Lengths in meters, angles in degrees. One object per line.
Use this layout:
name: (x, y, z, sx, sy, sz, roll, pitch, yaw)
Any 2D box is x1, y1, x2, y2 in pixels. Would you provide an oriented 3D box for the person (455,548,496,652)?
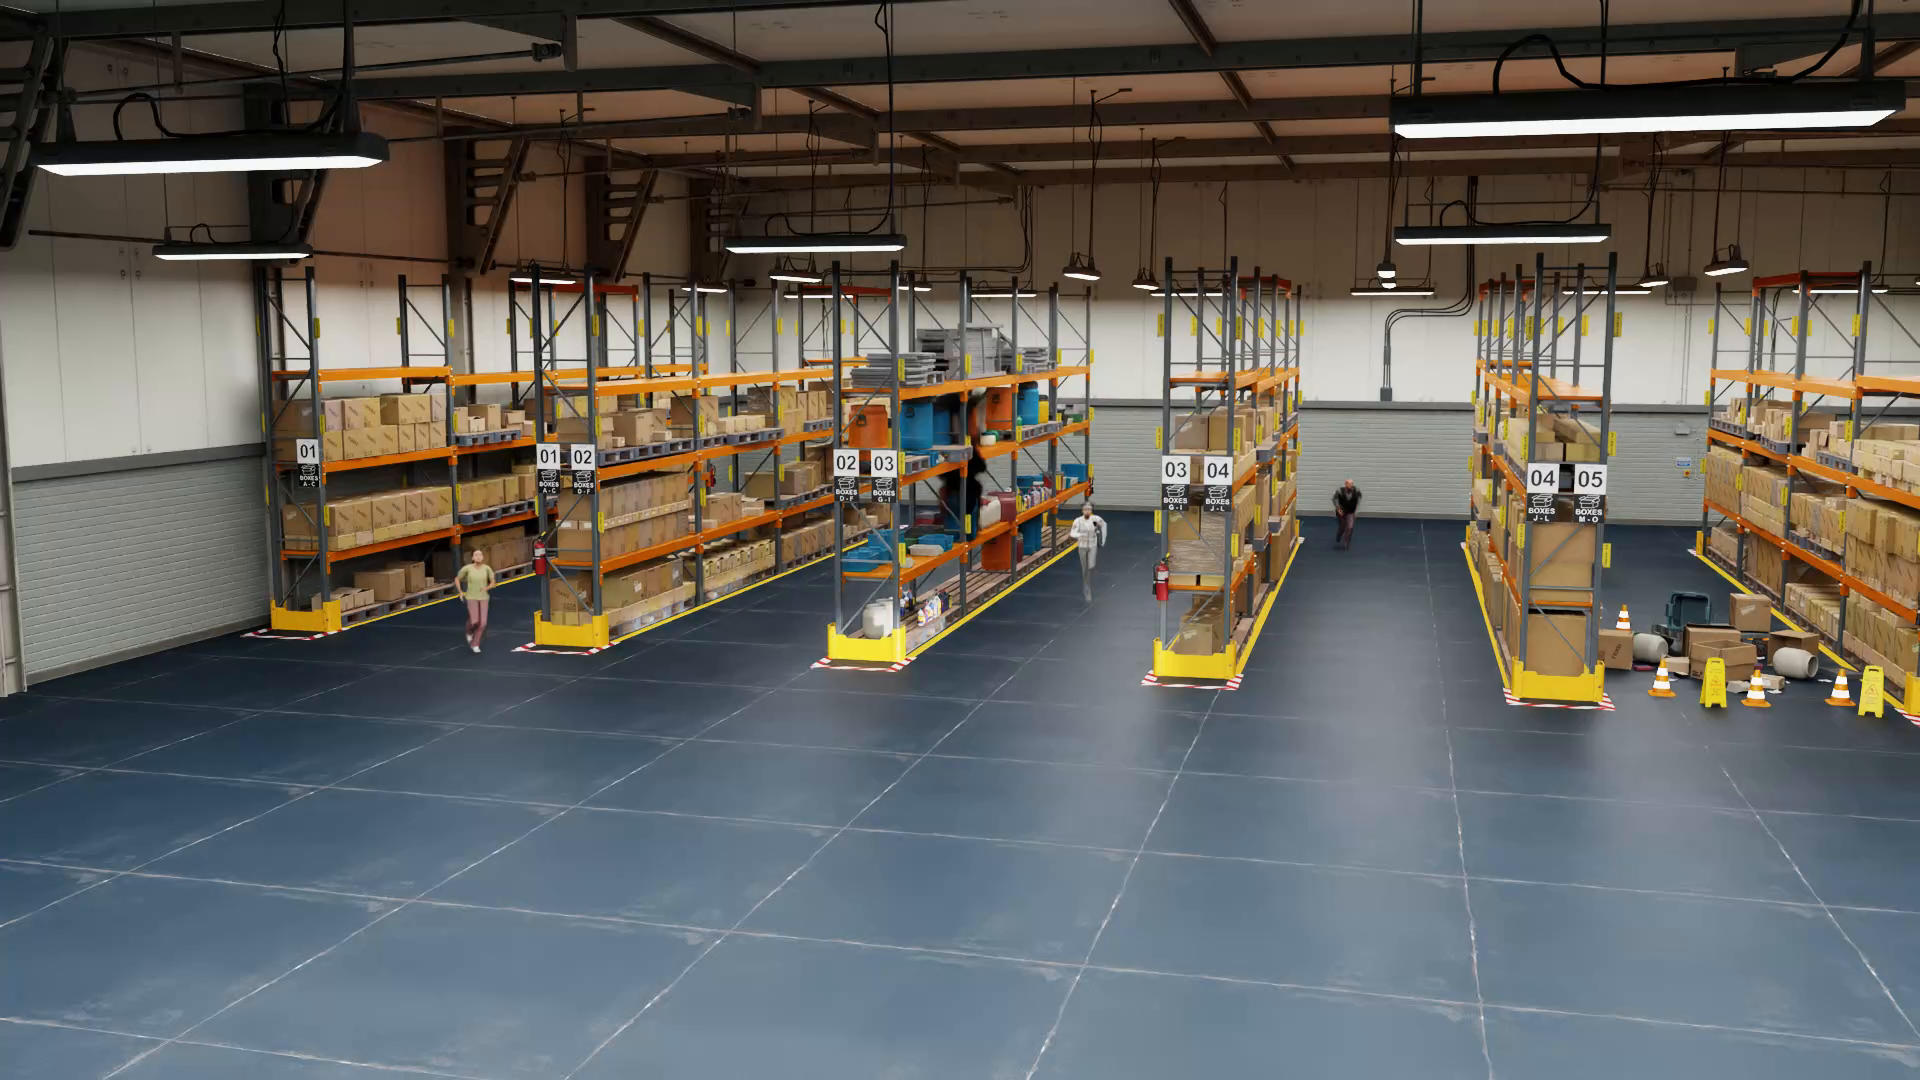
person: (-7.495, 0.932, 25.852, 0.586, 1.616, 0.530, -4, 9, -32)

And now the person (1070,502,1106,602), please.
person: (2.264, 0.189, 29.323, 0.639, 1.772, 0.780, 0, 7, 3)

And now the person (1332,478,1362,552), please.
person: (8.773, -0.594, 37.860, 0.676, 1.676, 0.955, 0, 7, -3)
